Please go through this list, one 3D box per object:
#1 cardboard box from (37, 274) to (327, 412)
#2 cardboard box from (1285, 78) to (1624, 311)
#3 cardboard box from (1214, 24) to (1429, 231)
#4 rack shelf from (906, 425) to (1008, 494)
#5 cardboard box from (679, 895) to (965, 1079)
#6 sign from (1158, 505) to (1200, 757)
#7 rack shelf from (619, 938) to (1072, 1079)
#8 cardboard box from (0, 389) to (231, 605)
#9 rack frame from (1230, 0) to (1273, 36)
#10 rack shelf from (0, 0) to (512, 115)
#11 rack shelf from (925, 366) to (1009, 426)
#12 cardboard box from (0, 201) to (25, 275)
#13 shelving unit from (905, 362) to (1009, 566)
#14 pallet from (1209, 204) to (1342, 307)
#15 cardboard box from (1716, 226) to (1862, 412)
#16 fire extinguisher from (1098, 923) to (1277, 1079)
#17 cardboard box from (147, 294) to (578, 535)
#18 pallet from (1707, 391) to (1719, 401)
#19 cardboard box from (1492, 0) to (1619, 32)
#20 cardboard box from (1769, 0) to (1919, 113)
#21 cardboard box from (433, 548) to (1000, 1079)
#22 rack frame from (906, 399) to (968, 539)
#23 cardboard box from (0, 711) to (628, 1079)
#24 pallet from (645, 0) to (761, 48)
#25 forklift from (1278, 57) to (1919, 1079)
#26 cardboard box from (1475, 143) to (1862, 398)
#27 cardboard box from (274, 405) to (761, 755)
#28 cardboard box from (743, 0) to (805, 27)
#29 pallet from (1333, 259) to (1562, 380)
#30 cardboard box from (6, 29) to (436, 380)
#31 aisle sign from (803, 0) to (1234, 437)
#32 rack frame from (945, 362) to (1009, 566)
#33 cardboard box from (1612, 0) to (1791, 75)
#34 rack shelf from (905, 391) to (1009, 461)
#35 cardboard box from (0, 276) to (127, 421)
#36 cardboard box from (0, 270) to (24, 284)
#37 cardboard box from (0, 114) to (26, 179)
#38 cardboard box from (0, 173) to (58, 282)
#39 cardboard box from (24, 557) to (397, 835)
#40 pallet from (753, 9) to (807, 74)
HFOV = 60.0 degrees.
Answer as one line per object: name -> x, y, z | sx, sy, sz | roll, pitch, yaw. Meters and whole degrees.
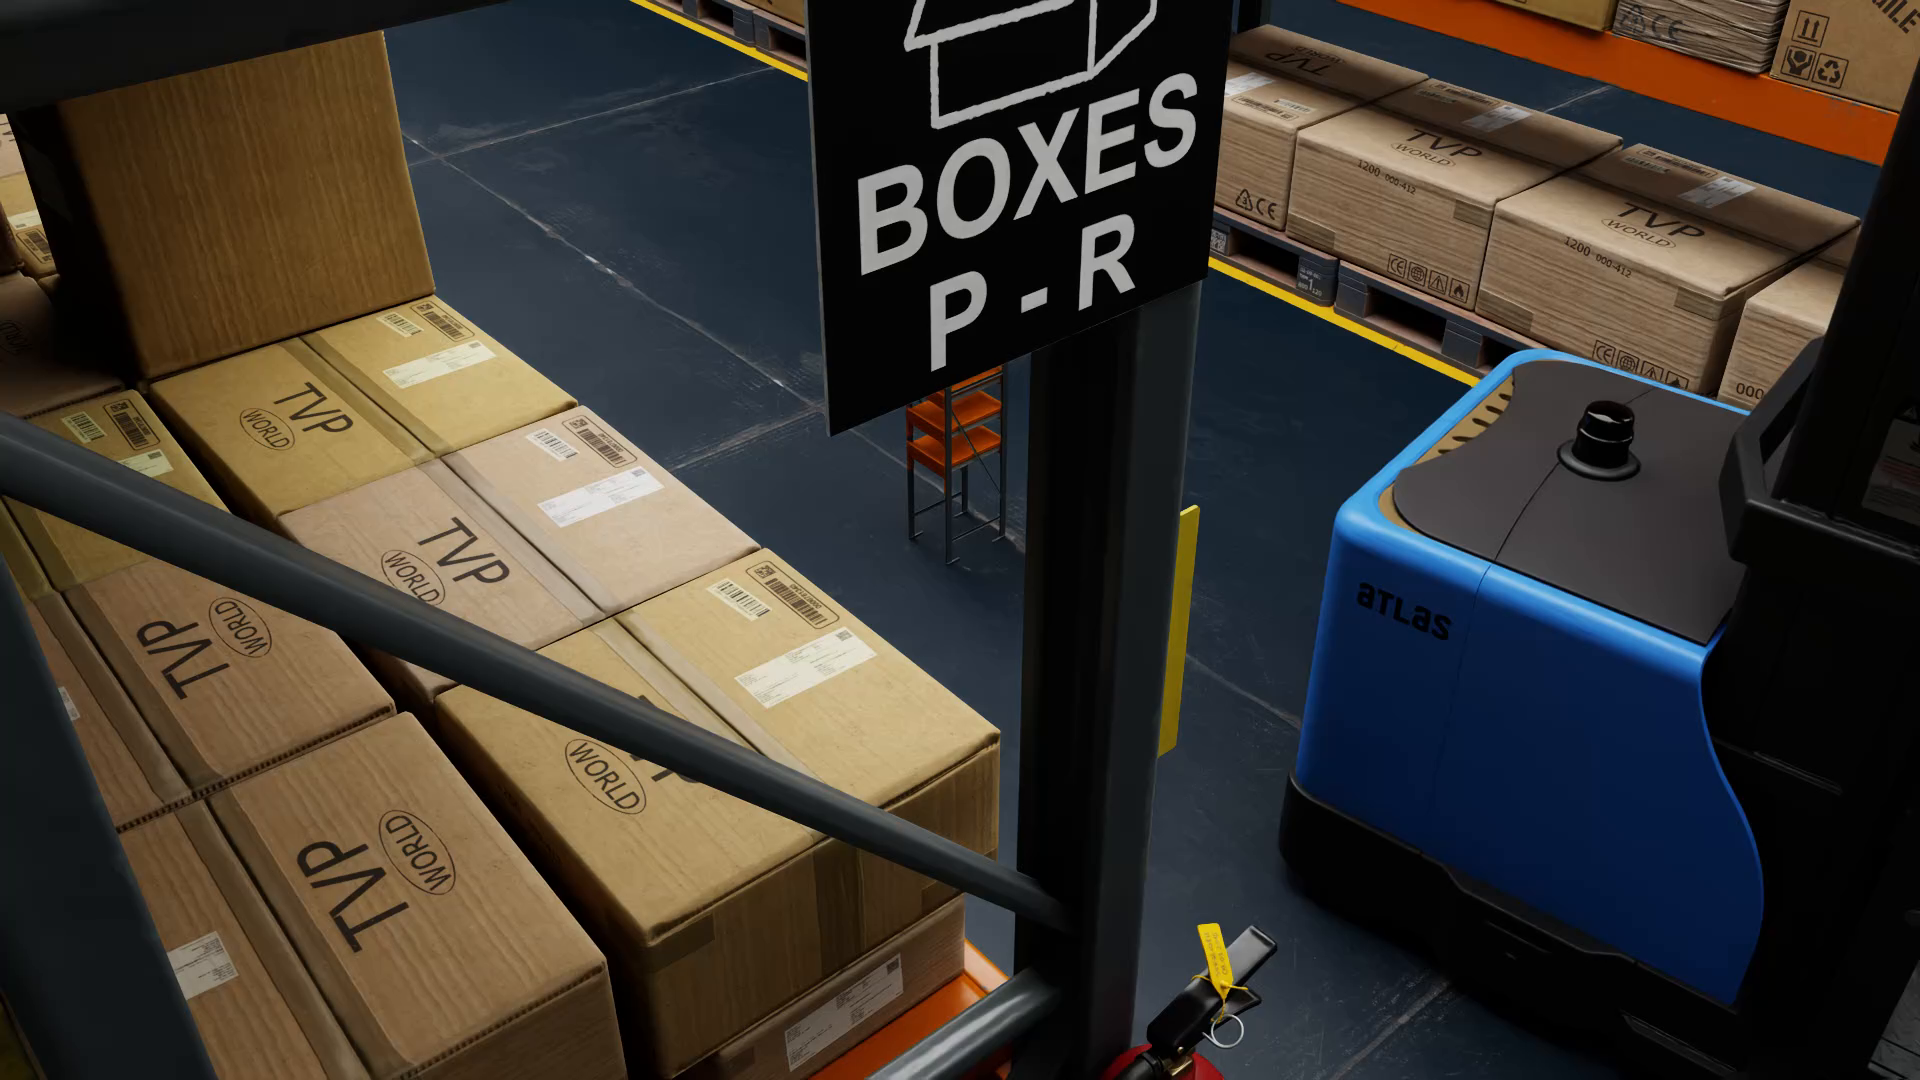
cardboard box -> -1.301, -0.352, 3.025 | 0.500, 0.250, 0.500 | -27, 43, -33
cardboard box -> 1.897, -1.361, 6.430 | 0.875, 0.438, 0.875 | -27, 44, -33
cardboard box -> 1.319, -1.756, 6.988 | 0.875, 0.438, 0.875 | -27, 43, -32
rack shelf -> -0.009, -0.264, 5.077 | 0.258, 0.103, 0.180 | -26, 43, -32
cardboard box -> -0.215, 0.526, 2.129 | 0.380, 0.149, 0.250 | -26, 43, -32
sign -> 0.202, 0.116, 1.742 | 0.100, 0.325, 0.005 | -26, 43, -32
rack shelf -> -1.503, 0.082, 3.161 | 1.077, 0.370, 4.000 | -26, 43, -32
cardboard box -> -1.360, 0.059, 2.444 | 0.500, 0.250, 0.500 | -25, 42, -30
rack frame -> 0.996, -2.948, 6.817 | 1.000, 3.000, 0.127 | -26, 43, -32
rack shelf -> -1.503, -1.142, 2.294 | 1.077, 0.370, 4.000 | -26, 43, -32
rack shelf -> -0.009, -0.460, 4.938 | 0.258, 0.103, 0.180 | -26, 43, -32
cardboard box -> -2.036, -0.704, 2.872 | 0.500, 0.500, 0.500 | -27, 44, -33
shelving unit -> -0.009, -0.496, 4.912 | 0.258, 1.200, 0.189 | -26, 43, -32
pallet -> 1.427, -1.445, 7.107 | 1.003, 0.211, 1.213 | -26, 43, -32
cardboard box -> 3.075, -0.561, 5.301 | 0.875, 0.438, 0.875 | -28, 44, -33
fire extinguisher -> 0.236, 0.748, 1.988 | 0.296, 0.674, 0.183 | -26, 43, -32
cardboard box -> -0.954, -0.135, 2.717 | 0.500, 0.250, 0.500 | -27, 43, -33
pallet -> 3.001, -0.367, 5.586 | 1.003, 0.211, 1.213 | -26, 43, -32
cardboard box -> 2.069, -2.010, 5.407 | 0.500, 0.500, 0.500 | -25, 42, -30
cardboard box -> 2.751, -1.564, 4.776 | 0.500, 0.500, 0.500 | -27, 43, -33
cardboard box -> -0.299, 0.310, 2.089 | 0.500, 0.250, 0.500 | -26, 43, -32
rack frame -> -0.068, -0.536, 4.969 | 0.240, 1.200, 0.006 | -26, 43, -32
cardboard box -> -0.712, 0.507, 1.811 | 0.500, 0.250, 0.500 | -25, 42, -31
pallet -> -1.134, -3.199, 9.585 | 1.003, 0.211, 1.213 | -26, 43, -32
forklift -> 2.240, -0.059, 2.798 | 3.031, 2.935, 1.130 | 25, 42, 31
cardboard box -> 2.478, -0.962, 5.867 | 0.875, 0.438, 0.875 | -25, 42, -31
cardboard box -> -0.625, 0.088, 2.403 | 0.500, 0.250, 0.500 | -26, 43, -31
cardboard box -> -0.631, -3.287, 8.770 | 0.875, 0.875, 0.875 | -25, 43, -31
pallet -> 2.218, -0.906, 6.346 | 1.003, 0.211, 1.213 | -26, 43, -32
cardboard box -> -1.268, -0.658, 2.807 | 0.500, 0.500, 0.500 | -25, 42, -31
aisle sign -> 0.056, -0.469, 1.067 | 0.394, 0.787, 0.004 | -26, 43, -32
rack frame -> 0.050, -0.456, 4.855 | 0.240, 1.200, 0.006 | -26, 43, -32
cardboard box -> 2.412, -1.787, 5.092 | 0.500, 0.500, 0.500 | -25, 42, -31
rack shelf -> -0.009, -0.362, 5.007 | 0.258, 0.103, 0.180 | -26, 43, -32
cardboard box -> -1.697, -0.172, 2.770 | 0.500, 0.250, 0.500 | -26, 43, -32
cardboard box -> -2.020, -0.388, 3.075 | 0.500, 0.250, 0.500 | -25, 42, -31
cardboard box -> -1.944, -0.805, 3.664 | 0.500, 0.250, 0.500 | -26, 43, -32
cardboard box -> -1.632, -0.580, 3.346 | 0.500, 0.250, 0.500 | -26, 43, -32
cardboard box -> -1.044, 0.279, 2.133 | 0.500, 0.250, 0.500 | -26, 43, -32
pallet -> -0.351, -2.661, 8.825 | 1.003, 0.211, 1.213 | -26, 43, -32
